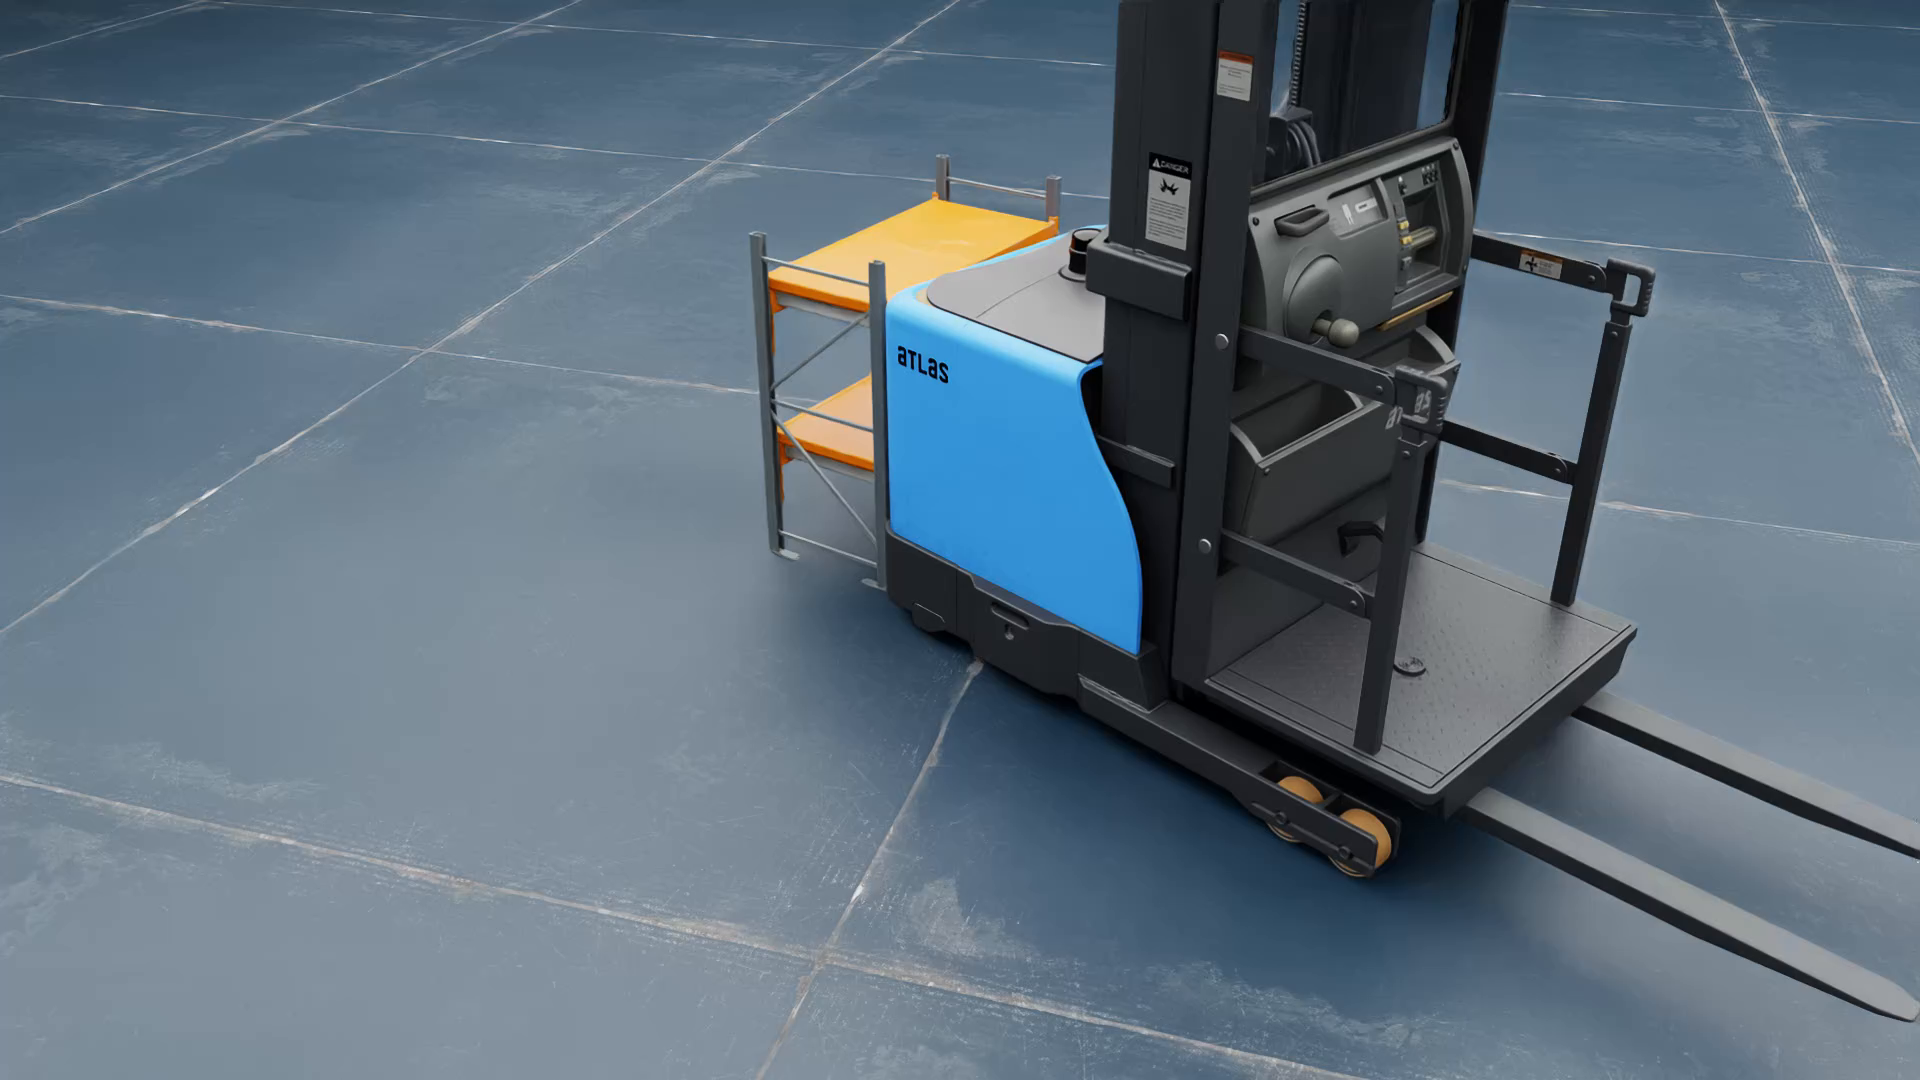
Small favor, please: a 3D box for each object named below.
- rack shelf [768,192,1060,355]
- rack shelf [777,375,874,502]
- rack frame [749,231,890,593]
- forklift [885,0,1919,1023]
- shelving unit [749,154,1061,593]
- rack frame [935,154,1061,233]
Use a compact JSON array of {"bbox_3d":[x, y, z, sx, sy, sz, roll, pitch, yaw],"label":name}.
[{"bbox_3d":[-0.153,-0.854,5.525,0.538,0.278,1.000,18,34,29],"label":"rack shelf"},{"bbox_3d":[-0.153,-0.384,5.786,0.538,0.278,1.000,18,34,29],"label":"rack shelf"},{"bbox_3d":[-0.436,-0.392,5.298,0.500,1.125,0.032,18,34,29],"label":"rack frame"},{"bbox_3d":[1.163,-0.714,4.018,1.130,2.935,3.031,-26,38,-38],"label":"forklift"},{"bbox_3d":[-0.153,-0.598,5.668,0.538,1.125,1.048,18,34,29],"label":"shelving unit"},{"bbox_3d":[0.129,-0.803,6.037,0.500,1.125,0.032,18,34,29],"label":"rack frame"}]
